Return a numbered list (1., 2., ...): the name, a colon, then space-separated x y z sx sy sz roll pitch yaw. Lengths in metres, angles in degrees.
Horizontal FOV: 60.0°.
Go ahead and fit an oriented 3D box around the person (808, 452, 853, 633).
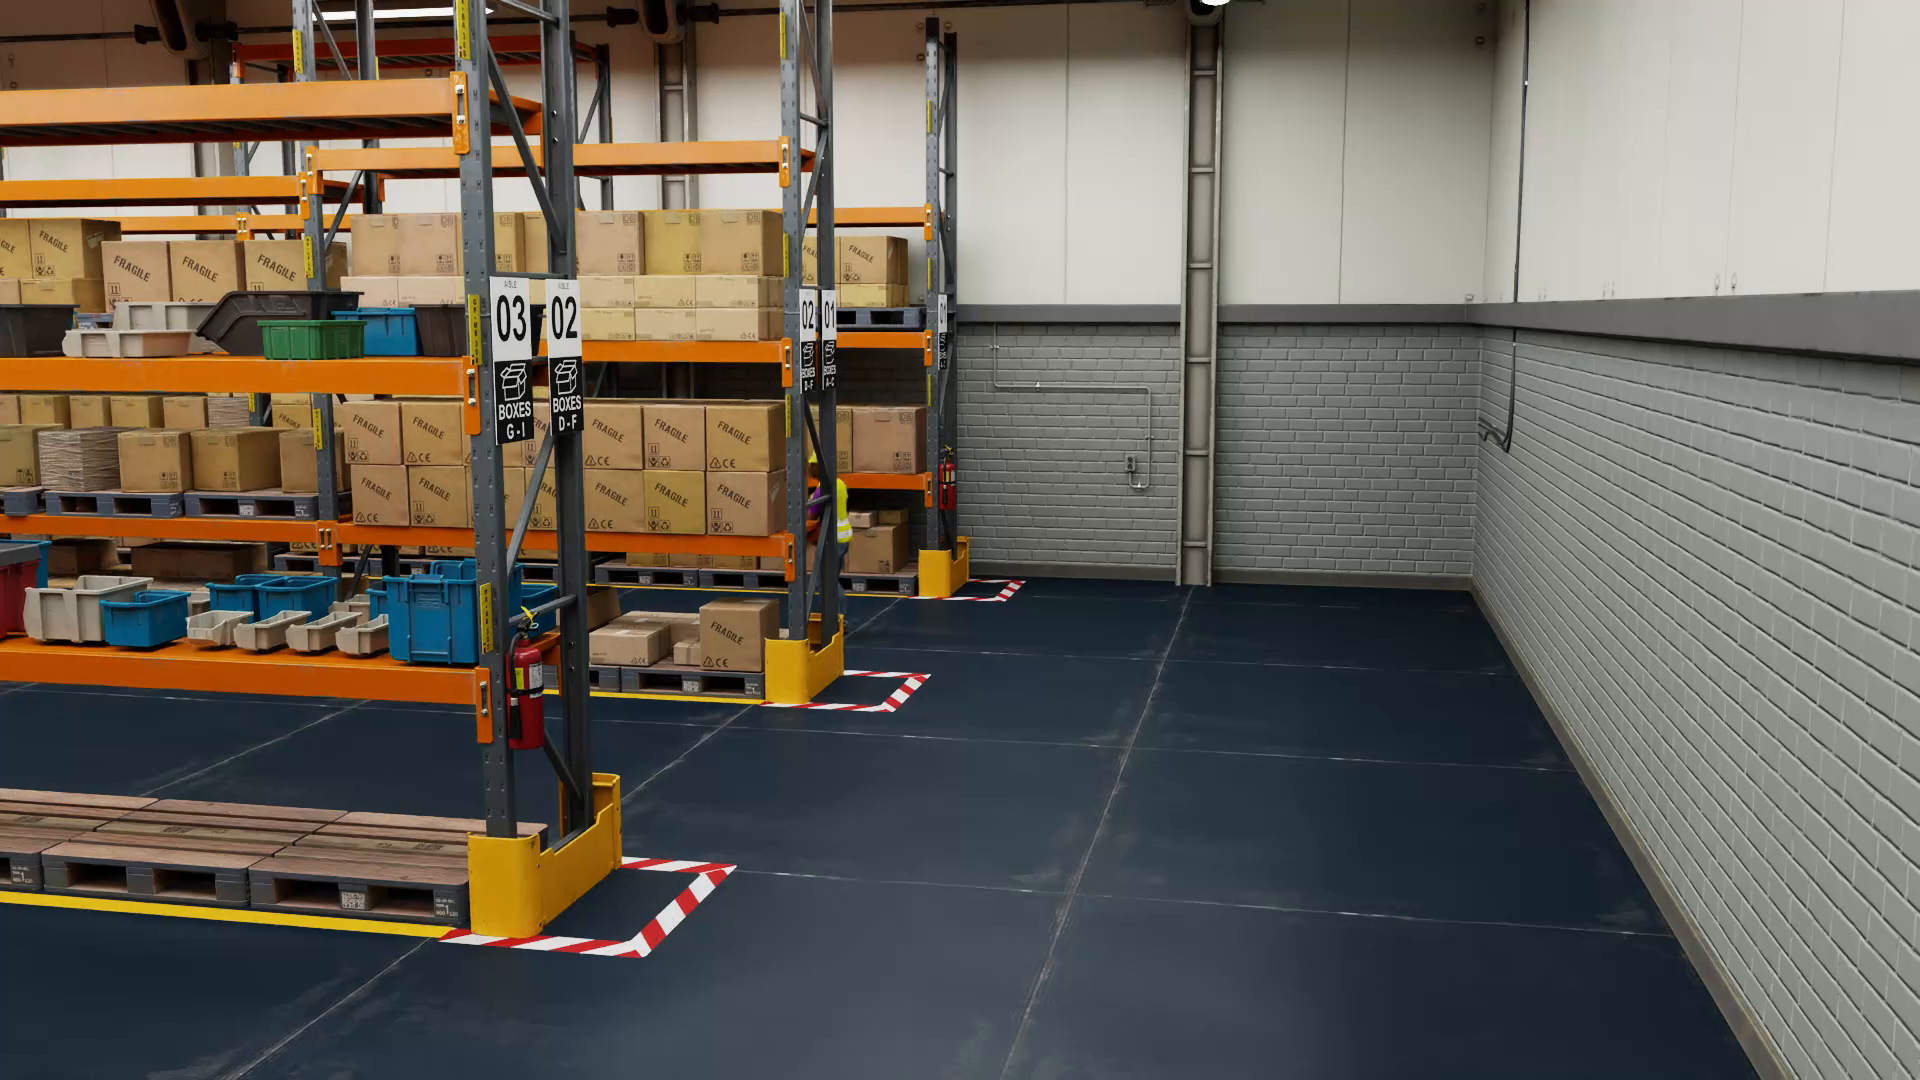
1. person: -1.309 0.024 15.575 0.581 1.758 0.504 1 8 10
